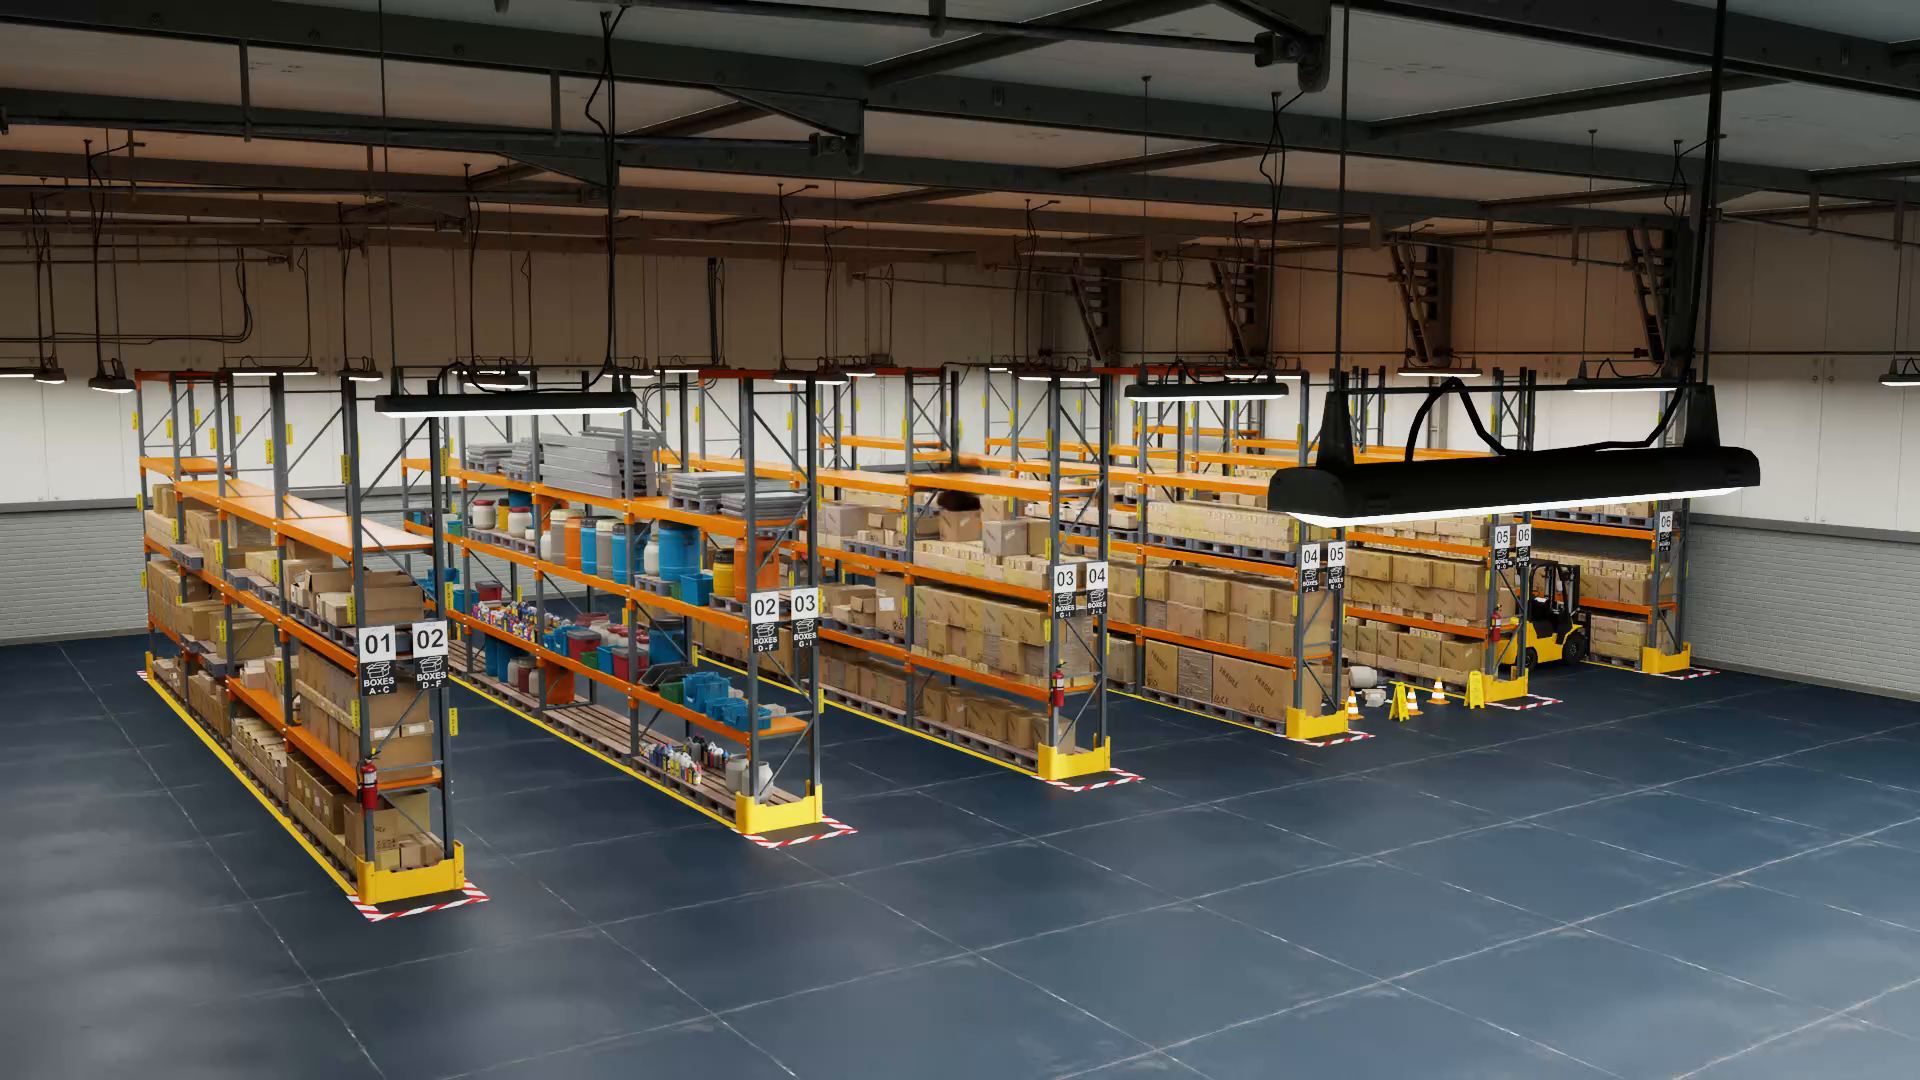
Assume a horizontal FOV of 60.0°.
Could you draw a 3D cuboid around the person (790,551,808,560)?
[{"bbox_3d":[-4.062,0.879,41.059,0.700,1.651,0.539,3,7,25],"label":"person"}]
